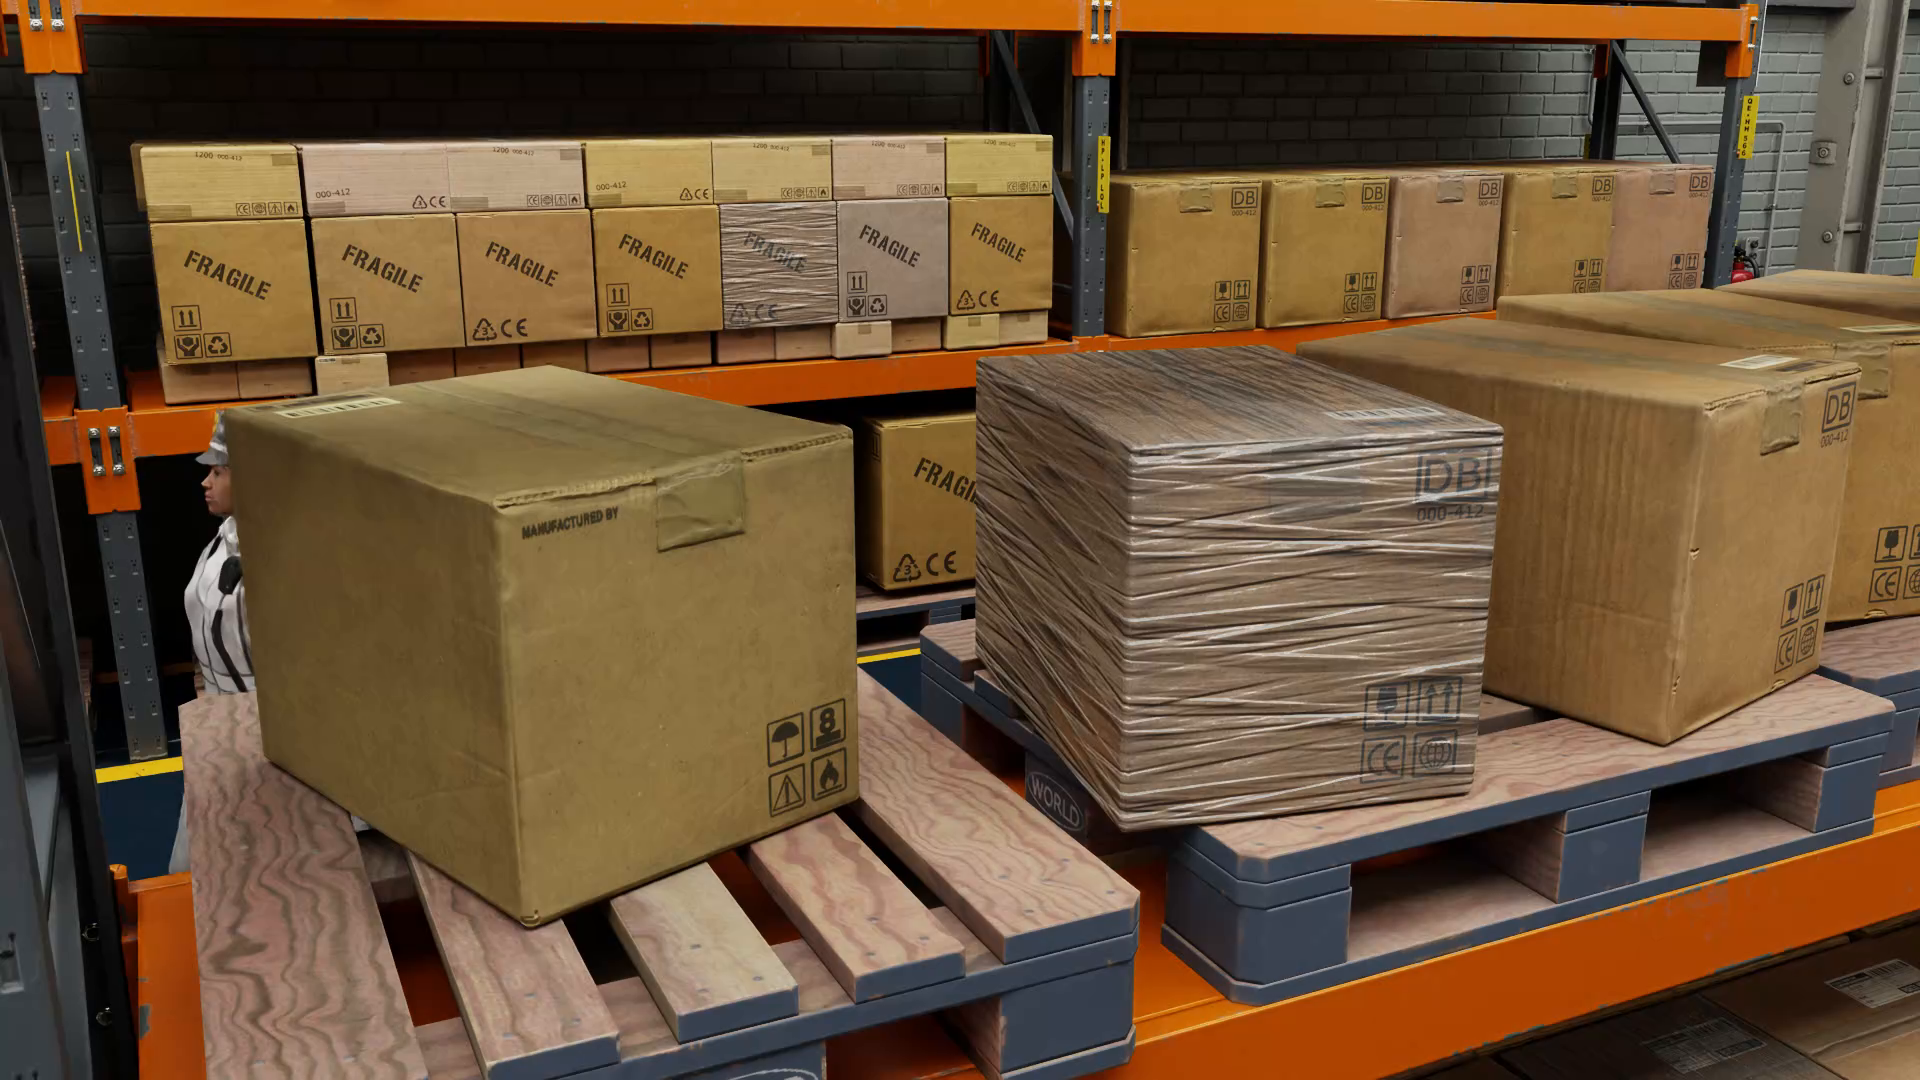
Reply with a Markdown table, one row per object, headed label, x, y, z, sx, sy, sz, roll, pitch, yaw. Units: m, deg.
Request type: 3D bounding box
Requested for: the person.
| label | x | y | z | sx | sy | sz | roll | pitch | yaw |
| --- | --- | --- | --- | --- | --- | --- | --- | --- | --- |
| person | -1.740 | 0.473 | 4.224 | 0.481 | 1.639 | 0.994 | 13 | 20 | 40 |
